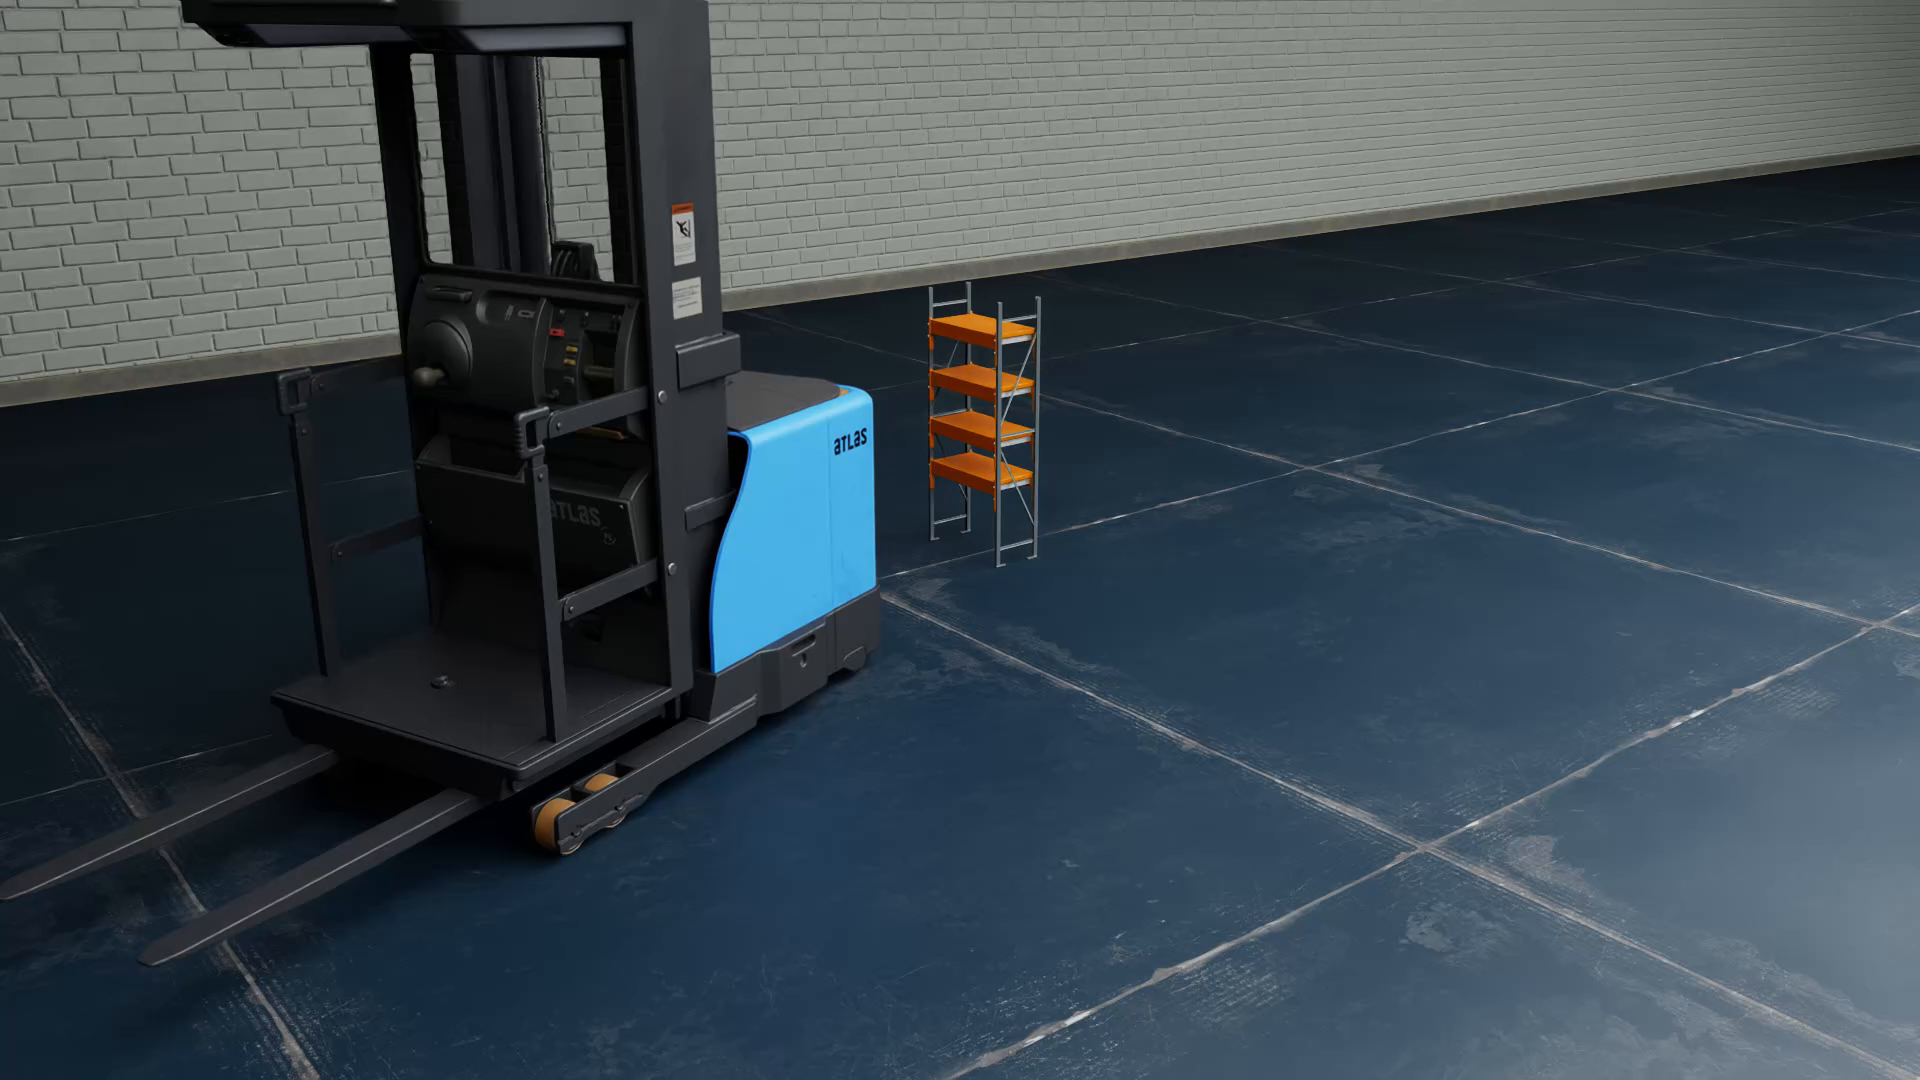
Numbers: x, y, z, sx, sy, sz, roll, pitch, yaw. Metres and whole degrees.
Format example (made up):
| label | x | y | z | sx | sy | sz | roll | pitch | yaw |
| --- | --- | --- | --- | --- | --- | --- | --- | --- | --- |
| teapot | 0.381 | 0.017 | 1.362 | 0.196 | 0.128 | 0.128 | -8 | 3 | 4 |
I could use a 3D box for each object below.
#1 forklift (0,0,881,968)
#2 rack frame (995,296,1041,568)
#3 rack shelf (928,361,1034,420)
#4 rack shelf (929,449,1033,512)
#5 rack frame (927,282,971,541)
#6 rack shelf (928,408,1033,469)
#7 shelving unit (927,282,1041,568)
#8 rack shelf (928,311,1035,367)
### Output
| label | x | y | z | sx | sy | sz | roll | pitch | yaw |
| --- | --- | --- | --- | --- | --- | --- | --- | --- | --- |
| forklift | -1.485 | -0.609 | 5.040 | 1.130 | 2.935 | 3.031 | 10 | 21 | 29 |
| rack frame | 0.254 | -0.469 | 7.369 | 0.240 | 1.200 | 0.015 | -14 | 23 | -36 |
| rack shelf | 0.103 | -0.677 | 7.502 | 0.258 | 0.148 | 0.480 | -14 | 23 | -36 |
| rack shelf | 0.103 | -0.276 | 7.634 | 0.258 | 0.148 | 0.480 | -14 | 23 | -36 |
| rack frame | -0.049 | -0.589 | 7.732 | 0.240 | 1.200 | 0.015 | -14 | 23 | -36 |
| rack shelf | 0.103 | -0.465 | 7.572 | 0.258 | 0.148 | 0.480 | -14 | 23 | -36 |
| shelving unit | 0.103 | -0.529 | 7.551 | 0.258 | 1.200 | 0.503 | -14 | 23 | -36 |
| rack shelf | 0.103 | -0.902 | 7.427 | 0.258 | 0.148 | 0.480 | -14 | 23 | -36 |
